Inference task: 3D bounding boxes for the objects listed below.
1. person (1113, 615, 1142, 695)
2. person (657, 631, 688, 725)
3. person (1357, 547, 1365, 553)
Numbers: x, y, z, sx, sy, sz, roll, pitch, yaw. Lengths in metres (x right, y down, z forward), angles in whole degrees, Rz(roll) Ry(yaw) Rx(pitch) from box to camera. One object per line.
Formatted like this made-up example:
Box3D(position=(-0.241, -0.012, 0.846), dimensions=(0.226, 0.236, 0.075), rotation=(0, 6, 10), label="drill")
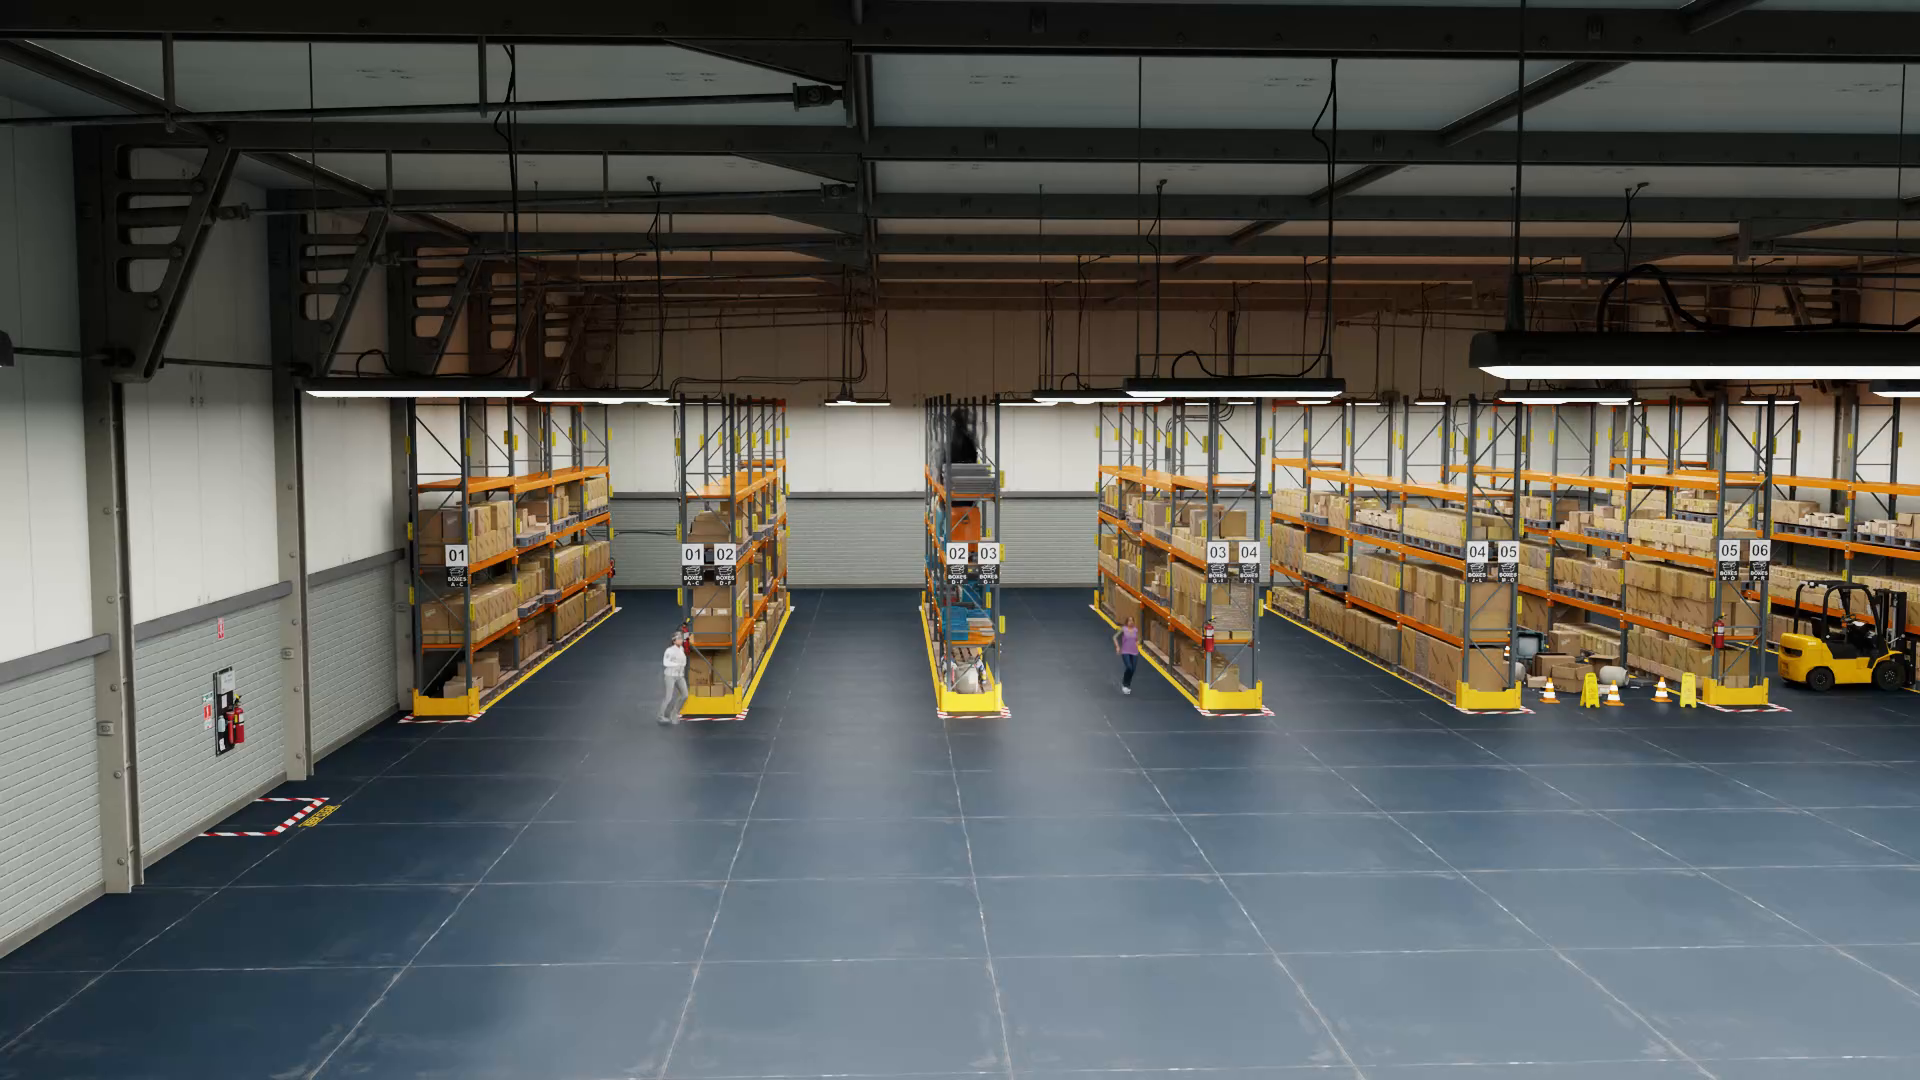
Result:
Box3D(position=(3.379, 2.297, 33.224), dimensions=(0.505, 1.592, 0.662), rotation=(-1, 5, -17), label="person")
Box3D(position=(-5.154, 2.508, 30.224), dimensions=(0.673, 1.712, 0.615), rotation=(3, 6, 37), label="person")
Box3D(position=(11.953, 1.014, 49.123), dimensions=(0.812, 1.645, 0.645), rotation=(-1, 5, -12), label="person")
